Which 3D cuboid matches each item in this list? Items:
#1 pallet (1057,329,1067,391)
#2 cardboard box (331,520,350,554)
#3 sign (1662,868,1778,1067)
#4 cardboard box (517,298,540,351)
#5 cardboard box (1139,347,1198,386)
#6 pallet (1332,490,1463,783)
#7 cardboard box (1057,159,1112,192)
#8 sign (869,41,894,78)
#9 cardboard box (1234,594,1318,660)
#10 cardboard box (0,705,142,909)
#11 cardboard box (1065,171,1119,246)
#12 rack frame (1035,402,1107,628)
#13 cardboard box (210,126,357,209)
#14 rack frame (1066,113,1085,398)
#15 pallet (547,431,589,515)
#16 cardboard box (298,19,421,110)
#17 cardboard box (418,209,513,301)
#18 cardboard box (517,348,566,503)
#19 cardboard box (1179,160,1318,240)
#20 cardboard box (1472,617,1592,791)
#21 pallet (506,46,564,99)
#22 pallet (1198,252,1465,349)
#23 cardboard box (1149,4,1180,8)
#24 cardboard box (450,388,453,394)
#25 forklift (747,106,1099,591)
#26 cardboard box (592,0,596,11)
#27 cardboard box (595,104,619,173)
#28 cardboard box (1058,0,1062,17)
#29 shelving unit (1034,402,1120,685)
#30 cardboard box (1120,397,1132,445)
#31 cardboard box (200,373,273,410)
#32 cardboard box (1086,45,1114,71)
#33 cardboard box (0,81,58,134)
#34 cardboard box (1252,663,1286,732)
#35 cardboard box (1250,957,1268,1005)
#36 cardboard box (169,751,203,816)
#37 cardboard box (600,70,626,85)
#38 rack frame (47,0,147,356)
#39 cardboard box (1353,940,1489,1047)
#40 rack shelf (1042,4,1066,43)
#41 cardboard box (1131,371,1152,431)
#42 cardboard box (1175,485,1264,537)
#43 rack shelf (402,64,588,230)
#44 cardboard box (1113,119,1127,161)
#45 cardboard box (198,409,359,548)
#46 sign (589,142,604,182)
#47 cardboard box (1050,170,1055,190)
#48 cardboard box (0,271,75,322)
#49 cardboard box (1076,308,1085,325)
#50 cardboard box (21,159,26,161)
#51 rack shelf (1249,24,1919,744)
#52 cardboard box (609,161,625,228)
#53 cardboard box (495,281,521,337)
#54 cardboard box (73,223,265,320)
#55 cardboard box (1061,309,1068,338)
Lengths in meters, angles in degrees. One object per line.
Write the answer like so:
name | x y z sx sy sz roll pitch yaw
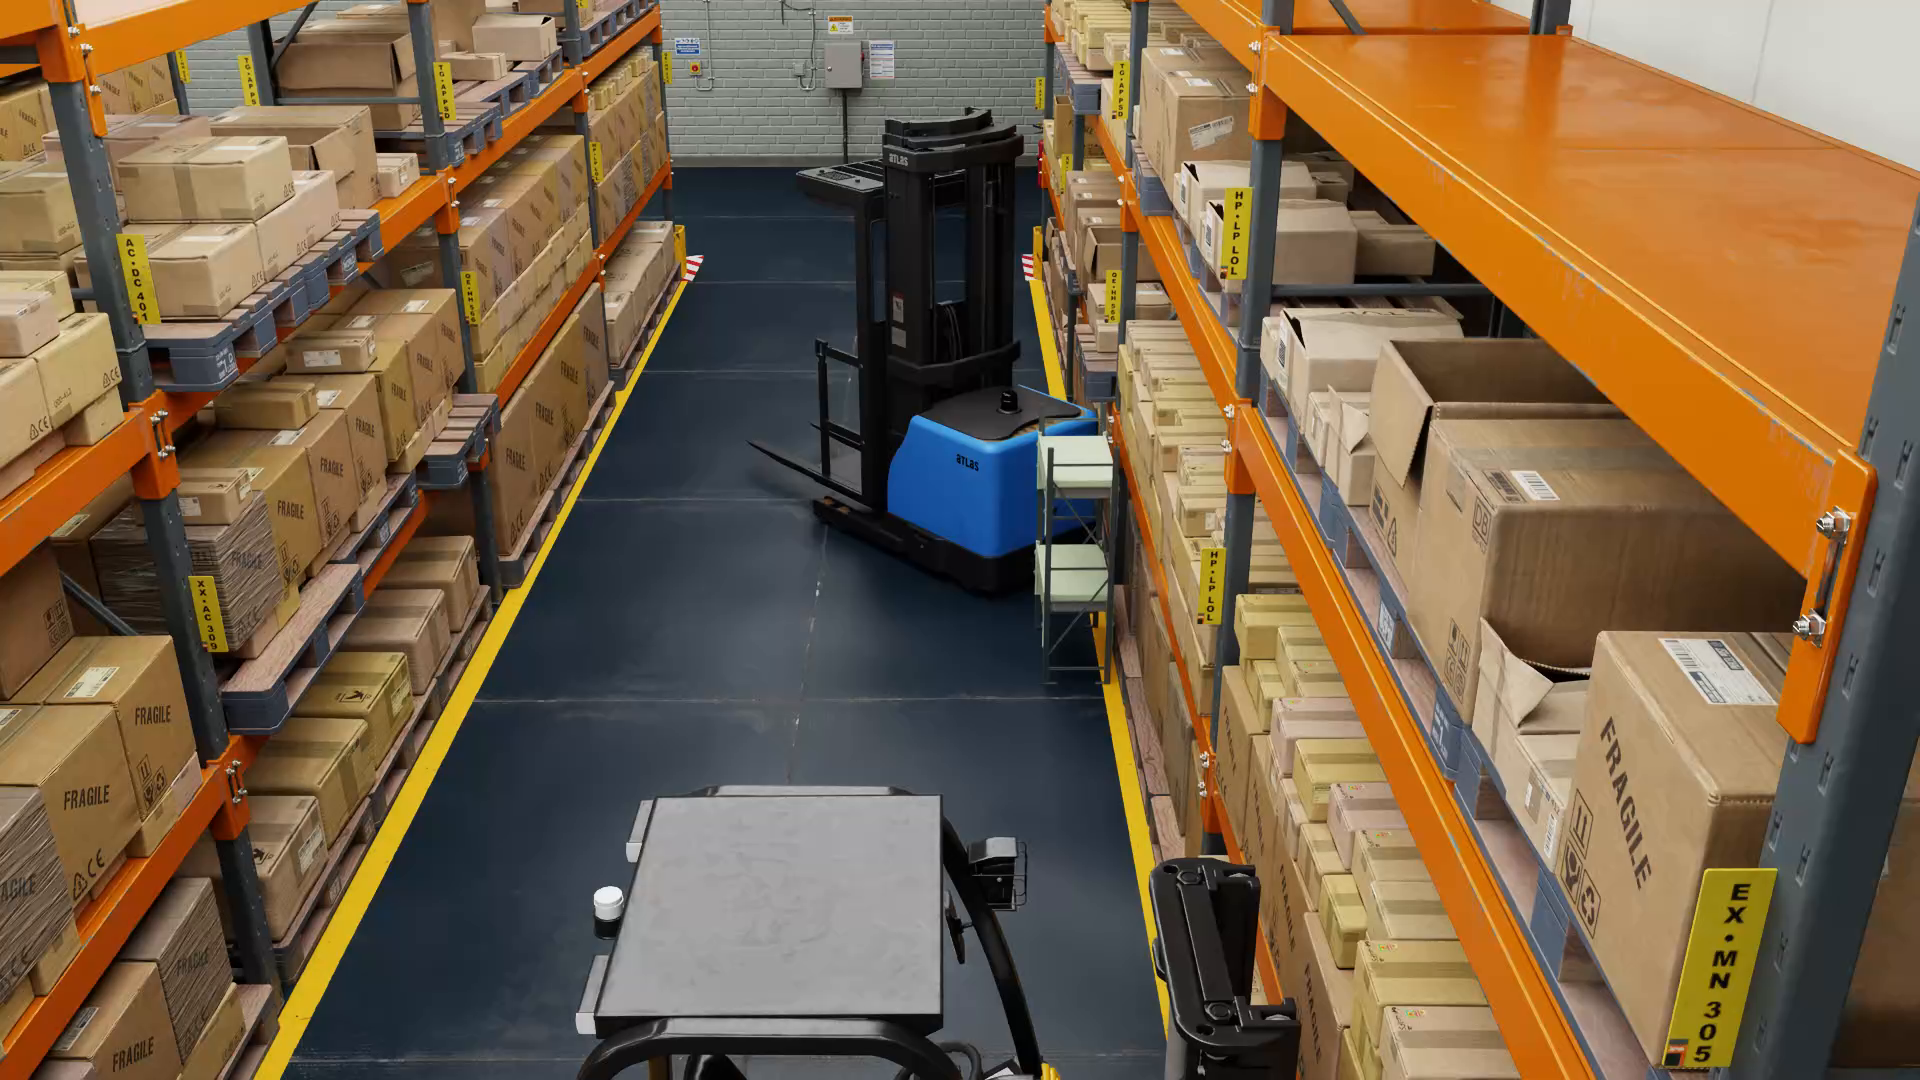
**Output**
pallet | 1.421 -1.645 15.131 1.003 0.211 1.213 0 24 -1
cardboard box | -3.174 -0.046 8.006 0.380 0.149 0.250 0 24 0
sign | 1.016 0.575 2.220 0.100 0.325 0.005 0 24 -1
cardboard box | -3.269 -1.522 11.658 0.500 0.250 0.500 1 24 1
cardboard box | 1.213 -0.977 9.361 0.380 0.149 0.250 0 24 1
pallet | 1.560 0.190 4.156 1.003 0.211 1.213 0 24 -1
cardboard box | 1.165 -3.320 15.272 0.500 0.250 0.500 0 24 -1
sign | -1.071 -6.574 22.760 0.329 0.494 0.001 0 24 -1
cardboard box | 1.221 0.320 6.133 0.380 0.149 0.250 0 24 1
cardboard box | -3.183 0.901 5.636 0.500 0.500 0.500 1 24 1
cardboard box | 1.209 -2.669 13.380 0.700 0.500 0.500 0 24 1
rack frame | 0.674 -0.132 10.222 0.400 1.500 0.023 0 24 -1
cardboard box | -3.447 -1.746 8.204 0.797 0.503 0.637 0 24 -1
rack frame | 1.427 -2.632 13.930 1.000 3.000 0.127 0 24 -1
pallet | -3.436 -0.516 12.636 1.003 0.211 1.213 0 24 -1
cardboard box | -3.693 -2.971 10.408 0.700 0.500 0.500 -1 24 -3
cardboard box | -3.268 -1.870 10.910 0.500 0.500 0.500 0 24 0
cardboard box | -3.422 -0.836 12.027 0.875 0.875 0.875 0 24 0
cardboard box | 1.255 -1.512 7.291 0.500 0.311 0.500 -1 24 -2
cardboard box | 1.243 0.325 3.283 0.396 0.266 0.258 0 24 0
pallet | -3.477 -3.511 12.464 0.805 0.209 1.217 -1 24 -3
pallet | 1.492 -0.979 6.866 0.805 0.209 1.217 -1 24 -3
cardboard box | 1.584 -3.925 12.462 0.380 0.149 0.250 -1 24 -2
cardboard box | -3.254 -0.903 9.902 0.380 0.149 0.250 1 24 1
forklift | -0.411 -1.529 11.574 1.130 2.935 3.031 -20 31 -37
cardboard box | -3.583 -4.815 14.360 0.797 0.503 0.637 2 24 4
cardboard box | -3.298 -3.515 14.548 0.500 0.500 0.500 -1 24 -1
cardboard box | 1.163 -4.897 15.119 0.500 0.250 0.500 -1 24 -1
shelving unit | 0.681 0.019 9.888 0.431 1.500 0.755 0 24 -1
cardboard box | 1.231 -0.732 9.910 0.500 0.250 0.500 0 24 0
cardboard box | -3.696 -0.507 8.238 0.500 0.500 0.500 -1 24 -3
cardboard box | 1.075 -3.363 11.581 0.380 0.149 0.250 0 24 1
cardboard box | -8.241 -3.790 14.794 0.500 0.500 0.500 0 24 0
cardboard box | 1.259 0.562 5.958 0.380 0.149 0.250 0 24 1
cardboard box | 1.202 1.681 6.006 0.500 0.250 0.500 0 24 0
cardboard box | -3.140 0.933 6.351 0.380 0.149 0.250 -1 24 -1
cardboard box | -3.323 -4.273 15.435 0.380 0.149 0.250 1 24 1
rack frame | -3.449 -2.046 5.353 1.000 3.000 0.127 0 24 -1
cardboard box | 1.229 1.164 4.268 0.380 0.149 0.250 0 24 0
rack shelf | 1.405 -4.495 15.283 1.077 0.370 4.000 0 24 -1
cardboard box | 1.236 -0.753 9.351 0.500 0.250 0.500 0 24 1
cardboard box | 1.182 -0.132 7.493 0.380 0.149 0.250 -1 24 -2
rack shelf | -3.514 -2.823 11.586 1.077 0.370 4.000 0 24 -1
cardboard box | 1.223 -2.493 10.164 0.500 0.250 0.500 -1 24 -2
cardboard box | -3.165 -0.289 7.757 0.500 0.500 0.500 0 24 -1
sign | -2.994 -3.107 13.670 0.100 0.325 0.005 0 24 -1
cardboard box | 1.077 -3.498 16.150 0.380 0.149 0.250 -1 24 -2
cardboard box | -3.227 -0.798 5.572 0.380 0.149 0.250 0 24 1
cardboard box | 1.165 -1.831 13.896 0.380 0.149 0.250 1 24 2
cardboard box | -8.238 -2.931 14.108 0.500 0.500 0.500 -1 24 -2
rack shelf | 1.536 -0.735 3.814 1.077 0.370 4.000 0 24 -1
cardboard box | -3.281 -3.056 14.746 0.500 0.500 0.500 0 24 0
cardboard box | -3.256 -1.543 11.096 0.500 0.250 0.500 0 24 1
cardboard box | -3.054 -1.044 6.452 0.500 0.250 0.500 -1 24 -2
cardboard box | 1.124 -1.953 15.237 0.396 0.266 0.258 1 24 1
